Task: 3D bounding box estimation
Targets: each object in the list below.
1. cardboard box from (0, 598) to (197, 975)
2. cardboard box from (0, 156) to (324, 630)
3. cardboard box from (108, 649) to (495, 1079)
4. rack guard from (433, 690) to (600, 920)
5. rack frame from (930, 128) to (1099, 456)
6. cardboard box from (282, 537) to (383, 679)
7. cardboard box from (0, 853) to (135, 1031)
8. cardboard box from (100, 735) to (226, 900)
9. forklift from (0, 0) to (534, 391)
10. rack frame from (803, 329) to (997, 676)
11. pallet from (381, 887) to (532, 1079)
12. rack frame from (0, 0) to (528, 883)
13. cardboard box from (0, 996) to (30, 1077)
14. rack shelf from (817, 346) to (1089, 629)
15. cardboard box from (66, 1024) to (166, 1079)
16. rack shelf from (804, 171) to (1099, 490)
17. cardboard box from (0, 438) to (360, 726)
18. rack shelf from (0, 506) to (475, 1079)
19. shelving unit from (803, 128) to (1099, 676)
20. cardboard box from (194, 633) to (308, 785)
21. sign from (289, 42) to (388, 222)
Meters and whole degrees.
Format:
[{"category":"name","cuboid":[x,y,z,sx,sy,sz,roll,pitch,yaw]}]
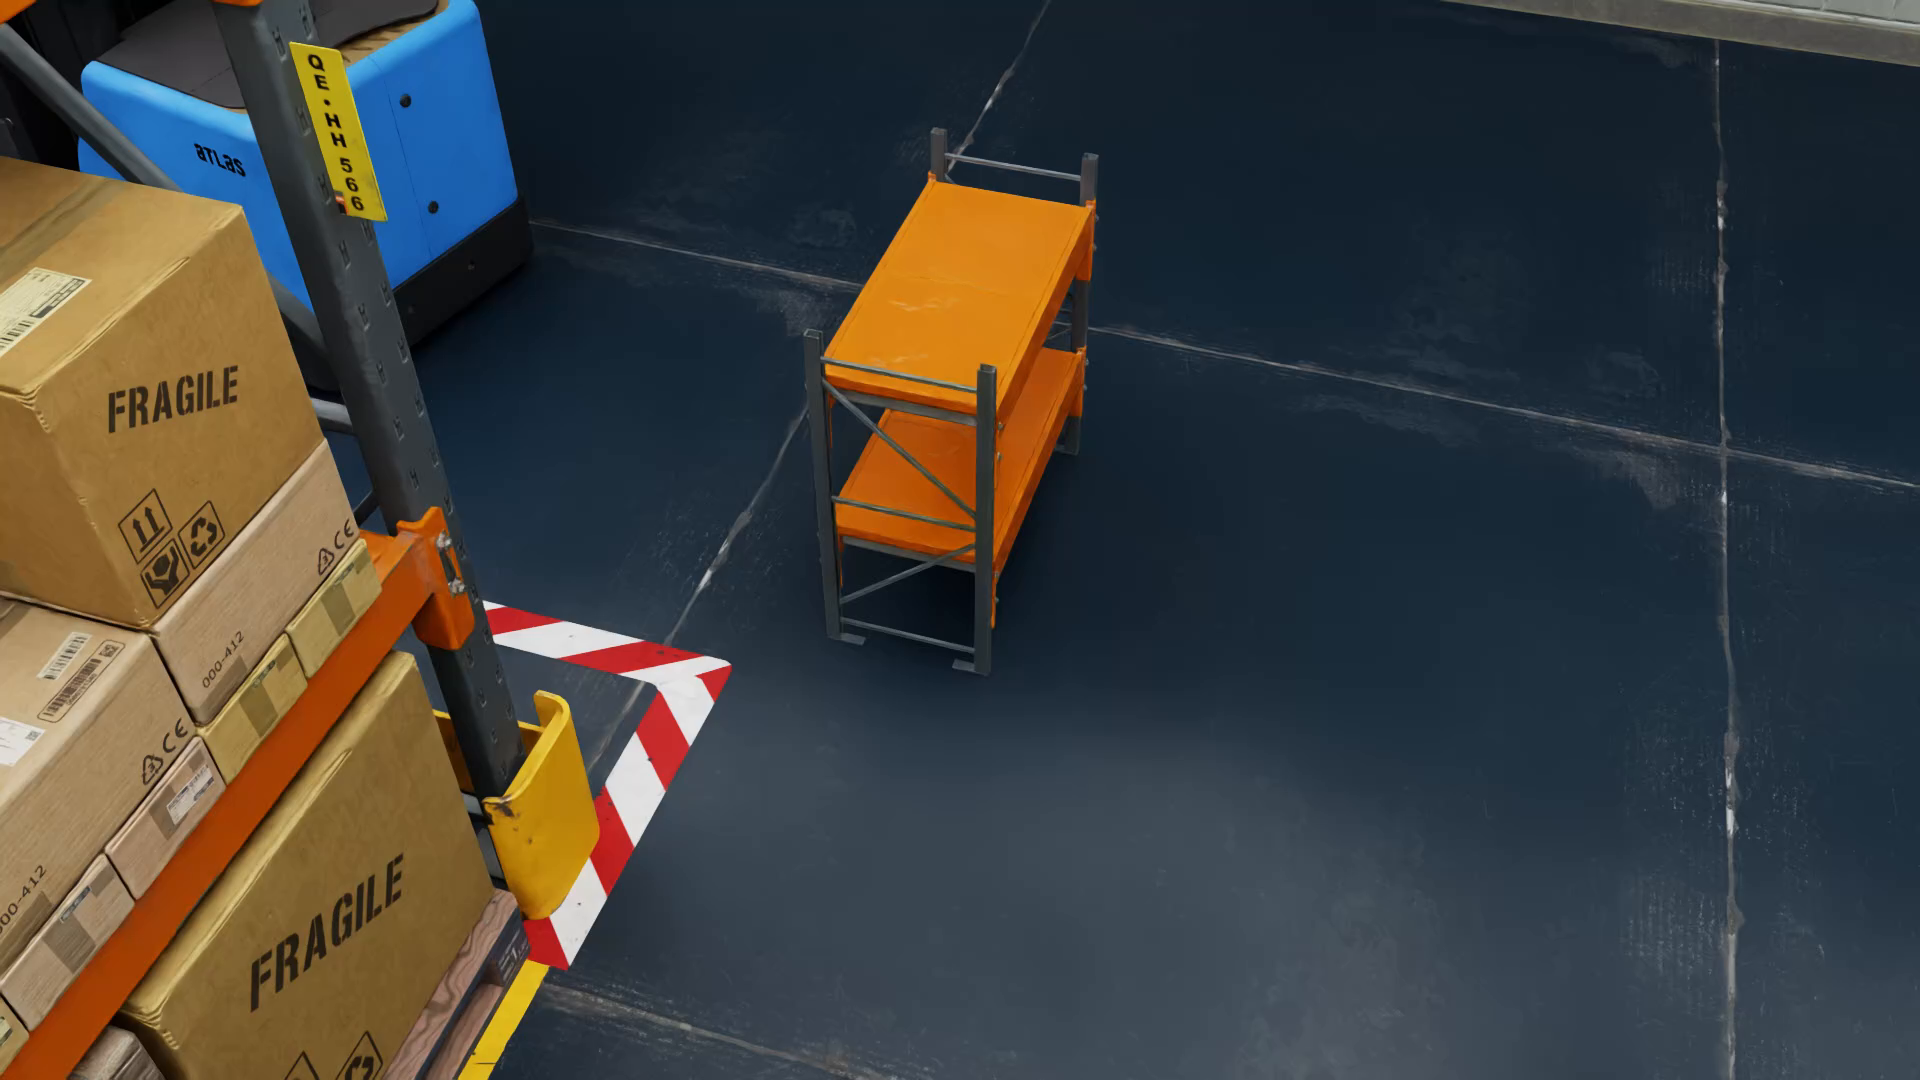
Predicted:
[{"category":"cardboard box","cuboid":[-1.610,0.356,2.637,0.500,0.250,0.500,12,46,12]},{"category":"cardboard box","cuboid":[-1.459,-0.249,2.718,0.500,0.500,0.500,13,46,13]},{"category":"cardboard box","cuboid":[-1.680,0.744,3.564,0.875,0.875,0.875,13,46,13]},{"category":"rack guard","cuboid":[-1.555,0.568,4.312,1.175,0.500,0.348,13,46,13]},{"category":"rack frame","cuboid":[0.156,-0.745,5.207,0.500,1.125,0.032,13,46,13]},{"category":"cardboard box","cuboid":[-1.356,0.088,3.195,0.380,0.149,0.250,13,46,13]},{"category":"cardboard box","cuboid":[-1.587,0.596,2.676,0.380,0.149,0.250,13,46,13]},{"category":"cardboard box","cuboid":[-1.511,0.429,2.846,0.380,0.149,0.250,13,46,13]},{"category":"forklift","cuboid":[-3.137,-2.326,5.531,3.031,2.935,1.130,22,49,21]},{"category":"rack frame","cuboid":[-0.152,-0.068,4.515,0.500,1.125,0.032,13,46,13]},{"category":"pallet","cuboid":[-1.730,1.237,3.835,1.003,0.211,1.213,13,46,13]},{"category":"rack frame","cuboid":[-1.562,-0.309,3.421,1.000,3.000,0.127,13,46,13]},{"category":"cardboard box","cuboid":[-1.664,0.769,2.499,0.380,0.149,0.250,12,46,12]},{"category":"rack shelf","cuboid":[0.002,-0.232,5.032,0.538,0.278,1.000,13,46,13]},{"category":"cardboard box","cuboid":[-1.955,1.350,2.944,0.875,0.875,0.875,13,46,13]},{"category":"rack shelf","cuboid":[0.002,-0.616,4.656,0.538,0.278,1.000,13,46,13]},{"category":"cardboard box","cuboid":[-1.456,0.018,2.982,0.500,0.250,0.500,12,46,12]},{"category":"rack shelf","cuboid":[-2.168,1.281,2.310,1.077,0.370,4.000,13,46,13]},{"category":"shelving unit","cuboid":[0.002,-0.407,4.861,0.538,1.125,1.048,13,46,13]},{"category":"cardboard box","cuboid":[-1.433,0.262,3.018,0.380,0.149,0.250,13,46,13]},{"category":"sign","cuboid":[-1.049,-0.683,2.806,0.100,0.325,0.005,13,46,13]}]
